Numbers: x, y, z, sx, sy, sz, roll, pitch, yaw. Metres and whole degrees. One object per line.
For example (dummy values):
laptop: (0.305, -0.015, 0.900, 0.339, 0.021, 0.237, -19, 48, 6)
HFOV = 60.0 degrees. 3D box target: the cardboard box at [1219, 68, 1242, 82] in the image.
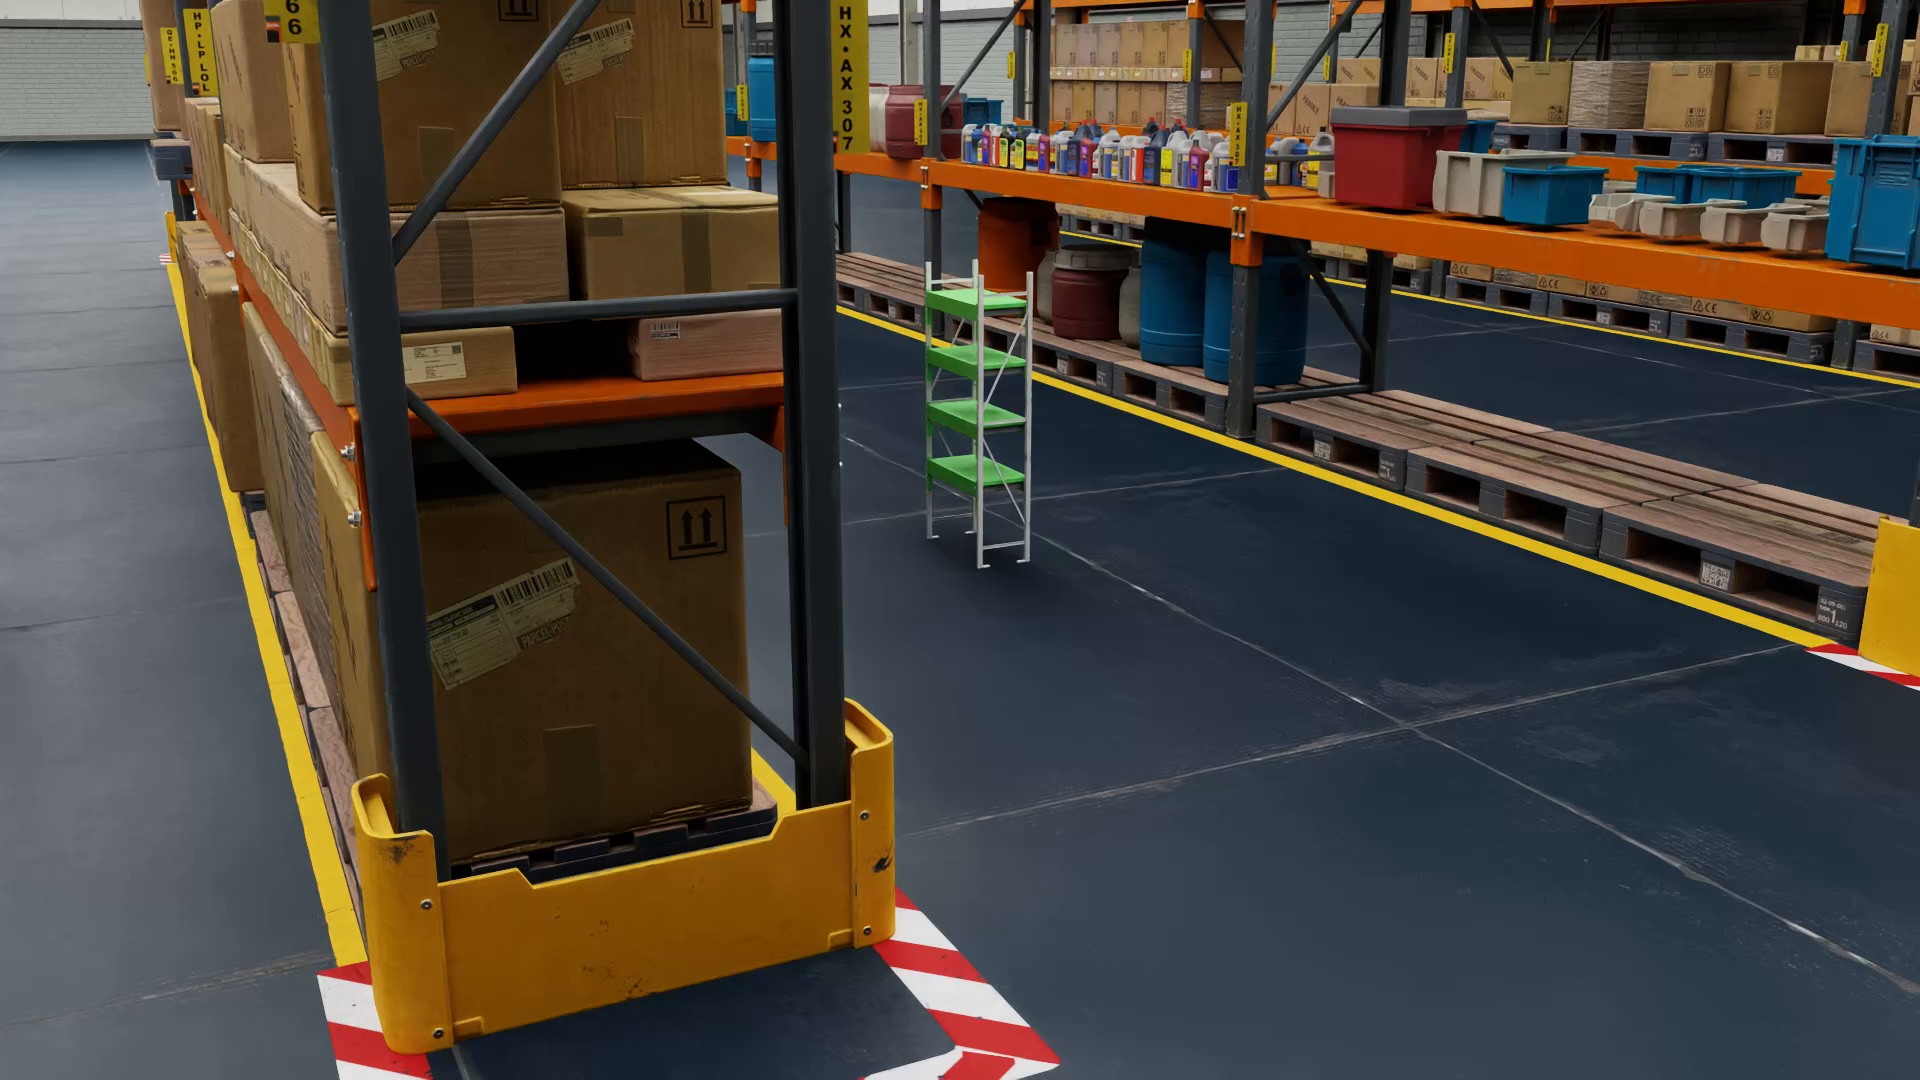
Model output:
cardboard box: (2.962, -5.096, 18.214, 0.380, 0.149, 0.250, -8, 18, -25)

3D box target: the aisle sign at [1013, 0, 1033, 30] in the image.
aisle sign: (0.849, -6.867, 21.029, 0.394, 0.787, 0.004, -8, 18, -25)

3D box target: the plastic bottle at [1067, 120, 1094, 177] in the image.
plastic bottle: (0.777, -2.503, 10.623, 0.144, 0.351, 0.185, -8, 18, -25)

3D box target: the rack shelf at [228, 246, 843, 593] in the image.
rack shelf: (-1.620, -0.625, 5.294, 1.077, 0.370, 4.000, -8, 18, -25)

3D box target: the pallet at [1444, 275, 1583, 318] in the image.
pallet: (4.951, -2.124, 14.271, 1.003, 0.211, 1.213, -8, 18, -25)

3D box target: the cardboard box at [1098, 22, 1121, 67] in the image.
cardboard box: (2.046, -5.800, 19.492, 0.700, 0.500, 0.500, -8, 18, -25)

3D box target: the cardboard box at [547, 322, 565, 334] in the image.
cardboard box: (-0.944, -0.673, 4.614, 0.380, 0.149, 0.250, -8, 18, -26)

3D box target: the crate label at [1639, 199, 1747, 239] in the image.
crate label: (2.931, -1.295, 6.695, 0.396, 0.136, 0.243, -8, 18, -25)

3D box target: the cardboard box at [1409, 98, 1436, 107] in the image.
cardboard box: (6.211, -5.636, 21.688, 0.500, 0.250, 0.500, -7, 18, -24)

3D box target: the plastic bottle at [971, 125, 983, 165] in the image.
plastic bottle: (0.129, -2.816, 11.860, 0.097, 0.271, 0.097, 0, 16, 0)

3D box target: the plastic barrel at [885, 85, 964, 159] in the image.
plastic barrel: (-0.272, -3.201, 12.719, 0.600, 0.536, 0.708, -8, 18, -25)

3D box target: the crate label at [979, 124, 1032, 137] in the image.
crate label: (0.356, -3.126, 13.009, 0.303, 0.233, 0.416, -8, 18, -25)

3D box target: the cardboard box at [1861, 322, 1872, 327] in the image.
cardboard box: (6.418, -1.822, 11.895, 0.500, 0.500, 0.500, -9, 18, -27)

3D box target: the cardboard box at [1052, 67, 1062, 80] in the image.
cardboard box: (1.358, -5.747, 20.483, 0.380, 0.149, 0.250, -8, 18, -25)

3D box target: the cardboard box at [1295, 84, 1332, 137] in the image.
cardboard box: (3.678, -4.247, 16.431, 0.500, 0.500, 0.500, -8, 18, -25)

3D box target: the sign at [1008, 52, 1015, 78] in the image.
sign: (0.652, -6.027, 21.100, 0.100, 0.325, 0.005, -8, 18, -25)

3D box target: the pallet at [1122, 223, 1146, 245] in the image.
pallet: (2.595, -3.508, 19.093, 1.003, 0.211, 1.213, -8, 18, -25)

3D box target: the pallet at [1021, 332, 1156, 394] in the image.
pallet: (1.117, -1.224, 11.133, 1.003, 0.211, 1.213, -8, 18, -25)

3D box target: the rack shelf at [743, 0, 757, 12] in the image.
rack shelf: (-0.672, -4.649, 13.878, 1.077, 0.370, 4.000, -8, 18, -25)

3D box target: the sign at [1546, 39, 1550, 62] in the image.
sign: (5.142, -4.241, 14.635, 0.100, 0.325, 0.005, -8, 18, -25)

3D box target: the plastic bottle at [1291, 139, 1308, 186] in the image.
plastic bottle: (2.011, -2.229, 9.814, 0.097, 0.271, 0.097, 0, 16, 0)

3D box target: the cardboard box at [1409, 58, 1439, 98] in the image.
cardboard box: (6.209, -6.002, 21.603, 0.500, 0.500, 0.500, -7, 17, -23)

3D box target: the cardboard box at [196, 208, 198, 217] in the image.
cardboard box: (-7.495, -3.285, 17.031, 0.500, 0.500, 0.500, -4, 17, -15)

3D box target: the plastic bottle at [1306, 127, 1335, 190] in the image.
plastic bottle: (2.076, -2.178, 9.490, 0.144, 0.351, 0.185, -8, 18, -25)

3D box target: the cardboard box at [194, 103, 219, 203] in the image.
cardboard box: (-3.607, -1.974, 8.512, 0.500, 0.500, 0.500, -8, 18, -25)

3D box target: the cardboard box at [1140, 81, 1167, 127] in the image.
cardboard box: (2.469, -4.933, 18.823, 0.700, 0.500, 0.500, -8, 18, -25)

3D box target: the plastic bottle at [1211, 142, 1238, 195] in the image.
plastic bottle: (1.493, -2.064, 9.230, 0.152, 0.276, 0.135, -8, 18, -25)

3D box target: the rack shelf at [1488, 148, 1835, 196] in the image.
rack shelf: (5.535, -2.813, 12.918, 1.077, 0.370, 4.000, -8, 18, -25)

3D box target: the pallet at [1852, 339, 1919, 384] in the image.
pallet: (6.711, -1.152, 10.882, 1.003, 0.211, 1.213, -8, 18, -25)

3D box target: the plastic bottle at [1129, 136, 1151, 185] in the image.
plastic bottle: (1.112, -2.280, 9.981, 0.152, 0.276, 0.135, -8, 18, -25)

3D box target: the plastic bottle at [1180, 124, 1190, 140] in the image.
plastic bottle: (1.308, -2.293, 9.892, 0.144, 0.351, 0.185, -8, 18, -25)

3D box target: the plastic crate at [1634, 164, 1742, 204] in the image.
plastic crate: (3.188, -1.523, 7.316, 0.416, 0.233, 0.300, -8, 18, -25)

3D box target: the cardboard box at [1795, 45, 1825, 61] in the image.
cardboard box: (8.777, -4.985, 17.029, 0.380, 0.149, 0.250, -11, 19, -34)

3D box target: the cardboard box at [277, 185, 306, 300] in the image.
cardboard box: (-1.416, -0.759, 4.191, 0.500, 0.250, 0.500, -8, 18, -26)

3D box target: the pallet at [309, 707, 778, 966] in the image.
pallet: (-1.164, 0.677, 4.509, 1.003, 0.211, 1.213, -8, 18, -25)

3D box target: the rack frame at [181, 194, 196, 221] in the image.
rack frame: (-6.001, -3.450, 13.835, 1.000, 3.000, 0.127, -8, 18, -25)

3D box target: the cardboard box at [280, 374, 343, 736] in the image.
cardboard box: (-1.495, -0.030, 5.007, 0.875, 0.875, 0.875, -8, 18, -25)

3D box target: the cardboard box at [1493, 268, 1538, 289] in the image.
cardboard box: (4.835, -2.388, 13.867, 0.500, 0.500, 0.500, -8, 18, -27)

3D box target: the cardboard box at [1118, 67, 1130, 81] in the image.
cardboard box: (2.039, -5.363, 19.142, 0.380, 0.149, 0.250, -7, 17, -23)

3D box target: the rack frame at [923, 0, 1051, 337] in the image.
rack frame: (0.204, -3.057, 12.464, 1.000, 3.000, 0.127, -8, 18, -25)

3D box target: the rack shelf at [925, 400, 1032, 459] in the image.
rack shelf: (0.073, -0.474, 6.960, 0.258, 0.148, 0.480, -8, 18, -25)

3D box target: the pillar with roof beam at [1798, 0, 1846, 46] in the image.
pillar with roof beam: (5.448, -7.044, 15.483, 9.100, 9.000, 0.400, -8, 18, -25)

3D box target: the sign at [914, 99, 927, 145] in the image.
sign: (-0.287, -3.067, 12.204, 0.100, 0.325, 0.005, -8, 18, -25)

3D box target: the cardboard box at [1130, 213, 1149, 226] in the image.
cardboard box: (2.296, -3.740, 19.069, 0.500, 0.250, 0.500, -8, 18, -25)

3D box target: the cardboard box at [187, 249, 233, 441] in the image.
cardboard box: (-3.187, -1.025, 8.474, 1.225, 0.875, 0.875, -8, 18, -27)

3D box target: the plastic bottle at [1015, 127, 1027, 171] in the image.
plastic bottle: (0.424, -2.644, 11.236, 0.061, 0.283, 0.133, -8, 18, -25)

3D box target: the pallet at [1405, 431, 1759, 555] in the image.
pallet: (2.852, -0.244, 7.718, 1.003, 0.211, 1.213, -8, 18, -25)

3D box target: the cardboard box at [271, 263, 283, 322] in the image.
cardboard box: (-1.759, -0.720, 4.776, 0.380, 0.149, 0.250, -8, 18, -25)

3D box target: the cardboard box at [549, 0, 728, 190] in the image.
cardboard box: (-0.930, -1.181, 4.303, 0.500, 0.500, 0.500, -8, 18, -26)

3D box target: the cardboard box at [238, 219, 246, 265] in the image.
cardboard box: (-2.434, -1.102, 6.107, 0.380, 0.149, 0.250, -7, 17, -23)

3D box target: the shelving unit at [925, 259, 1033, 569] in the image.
shelving unit: (0.073, -0.536, 6.942, 0.258, 1.200, 0.503, -8, 18, -25)

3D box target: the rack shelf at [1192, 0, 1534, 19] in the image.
rack shelf: (3.782, -5.246, 15.960, 1.077, 0.370, 4.000, -8, 18, -25)

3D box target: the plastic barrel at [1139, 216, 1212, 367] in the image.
plastic barrel: (1.423, -1.571, 10.329, 0.600, 0.901, 0.708, -8, 18, -25)

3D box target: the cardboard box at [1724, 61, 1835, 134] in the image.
cardboard box: (6.046, -3.220, 12.090, 0.700, 0.500, 0.500, -5, 17, -16)
